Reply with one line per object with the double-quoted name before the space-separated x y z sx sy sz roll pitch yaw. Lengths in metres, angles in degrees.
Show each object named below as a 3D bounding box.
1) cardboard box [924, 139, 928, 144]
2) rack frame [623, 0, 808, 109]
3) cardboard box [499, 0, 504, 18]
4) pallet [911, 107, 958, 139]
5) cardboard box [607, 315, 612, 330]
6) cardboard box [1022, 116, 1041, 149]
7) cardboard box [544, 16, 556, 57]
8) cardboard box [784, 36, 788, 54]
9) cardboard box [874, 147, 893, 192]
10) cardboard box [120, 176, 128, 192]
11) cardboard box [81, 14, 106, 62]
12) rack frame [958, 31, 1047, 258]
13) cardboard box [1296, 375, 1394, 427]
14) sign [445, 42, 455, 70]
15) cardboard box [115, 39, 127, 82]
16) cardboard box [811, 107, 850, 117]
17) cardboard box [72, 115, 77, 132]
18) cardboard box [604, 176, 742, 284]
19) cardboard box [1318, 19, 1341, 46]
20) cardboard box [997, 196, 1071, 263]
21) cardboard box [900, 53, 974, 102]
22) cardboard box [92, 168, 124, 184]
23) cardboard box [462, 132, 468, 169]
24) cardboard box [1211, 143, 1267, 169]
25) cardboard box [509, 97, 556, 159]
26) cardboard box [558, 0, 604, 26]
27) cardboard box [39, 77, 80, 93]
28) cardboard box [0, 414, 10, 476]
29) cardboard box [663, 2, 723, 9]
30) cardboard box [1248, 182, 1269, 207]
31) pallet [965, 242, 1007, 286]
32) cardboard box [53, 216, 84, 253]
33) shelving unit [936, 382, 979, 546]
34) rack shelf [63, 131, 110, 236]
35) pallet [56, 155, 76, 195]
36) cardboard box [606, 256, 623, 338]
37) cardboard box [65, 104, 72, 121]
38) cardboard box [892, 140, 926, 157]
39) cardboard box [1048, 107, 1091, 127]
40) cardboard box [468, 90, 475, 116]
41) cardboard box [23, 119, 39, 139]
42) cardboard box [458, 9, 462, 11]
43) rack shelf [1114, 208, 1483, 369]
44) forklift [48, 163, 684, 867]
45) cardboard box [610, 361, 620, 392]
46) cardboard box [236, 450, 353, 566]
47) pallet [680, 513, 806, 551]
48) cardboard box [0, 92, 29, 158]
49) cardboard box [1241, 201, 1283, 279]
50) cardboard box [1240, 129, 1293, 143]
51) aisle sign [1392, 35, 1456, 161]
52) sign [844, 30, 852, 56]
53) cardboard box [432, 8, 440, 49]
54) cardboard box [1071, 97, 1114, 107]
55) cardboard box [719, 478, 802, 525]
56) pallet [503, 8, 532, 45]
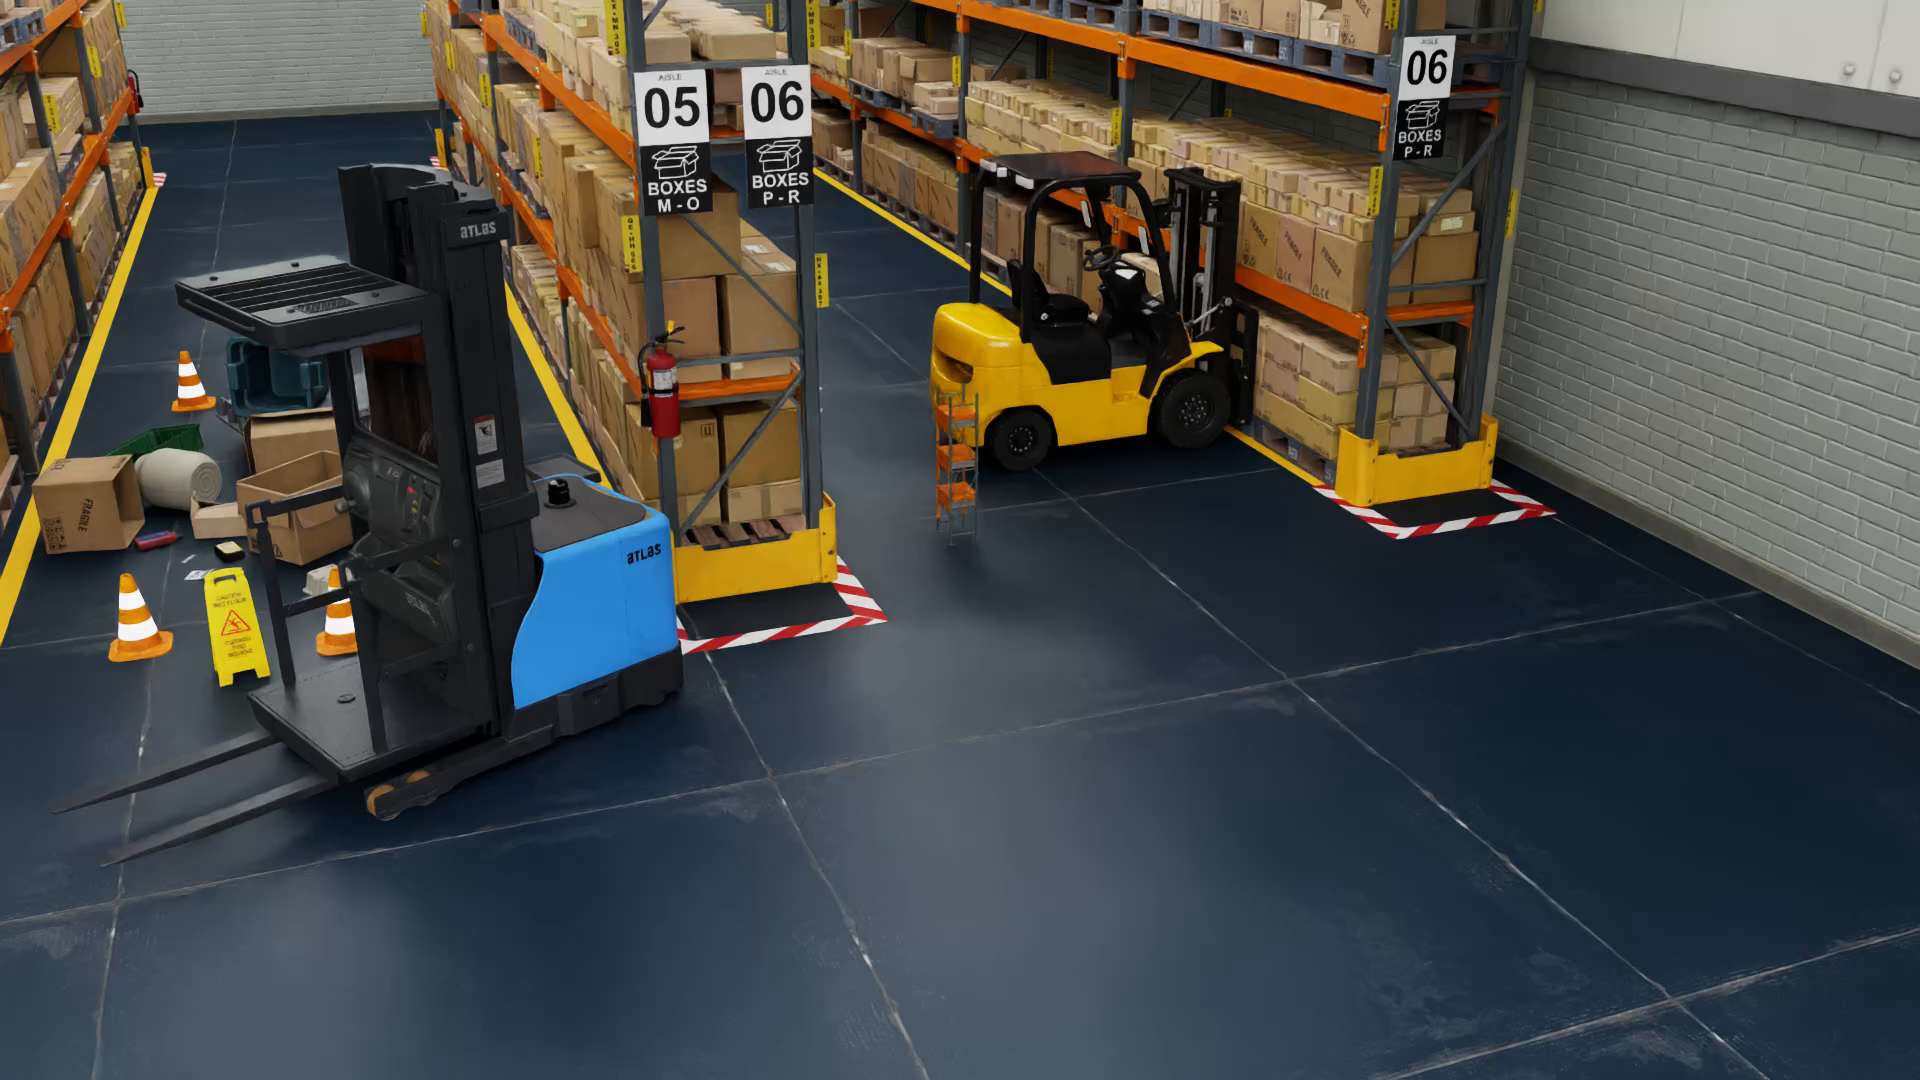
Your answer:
"cardboard box" -0.237 -5.098 21.325 0.380 0.149 0.250 -10 25 -22
"rack frame" -1.347 -3.844 8.785 1.000 3.000 0.127 -8 24 -19
"cardboard box" -4.221 -5.115 15.986 0.380 0.149 0.250 -8 24 -19
"pallet" 0.164 -4.817 19.065 1.213 0.211 1.003 -8 24 -19
"cardboard box" -2.197 -1.526 11.332 0.380 0.149 0.250 -9 24 -20
"cardboard box" 0.945 -4.079 16.615 0.500 0.250 0.500 -8 24 -18
"cardboard box" -2.670 -3.600 11.877 0.500 0.250 0.500 -9 24 -19
"cardboard box" -2.270 -7.259 24.420 0.500 0.250 0.500 -8 24 -18
"cardboard box" -0.786 -4.765 21.372 0.500 0.500 0.500 -9 24 -20
"cardboard box" -10.501 -4.382 20.532 0.380 0.149 0.250 -9 24 -19
"cardboard box" -10.459 -5.939 19.680 0.500 0.500 0.500 -8 24 -18
"rack frame" 0.469 -4.669 18.466 1.000 3.000 0.127 -8 24 -19
"cardboard box" 2.831 -1.053 12.242 0.500 0.250 0.500 -9 24 -20
"sign" -6.105 -5.799 19.930 0.100 0.325 0.005 -8 24 -19
"cardboard box" -11.195 -6.233 21.664 0.500 0.500 0.500 -8 24 -18
"cardboard box" -1.964 -6.066 24.459 0.700 0.500 0.500 -7 24 -17
"cardboard box" -9.589 -4.409 17.631 0.380 0.149 0.250 -10 25 -22
"cardboard box" -1.732 -1.879 10.048 0.700 0.500 0.500 -9 24 -20
"cardboard box" 2.719 -3.528 11.550 0.380 0.149 0.250 -9 24 -21
"cardboard box" 0.915 -3.304 17.743 0.875 0.625 0.625 -8 24 -17
"cardboard box" -0.280 -5.478 19.711 0.797 0.503 0.637 -9 24 -20
"cardboard box" -10.413 -4.420 20.240 0.380 0.149 0.250 -8 24 -18
"cardboard box" -6.341 -5.349 22.837 0.875 0.438 0.875 -8 24 -18
"cardboard box" 2.247 -3.084 13.358 0.380 0.149 0.250 -8 24 -19
"cardboard box" -3.846 -3.788 15.322 0.500 0.500 0.500 -8 24 -18
"cardboard box" -2.547 -3.638 11.454 0.380 0.149 0.250 -9 25 -21
"cardboard box" -9.857 -4.957 18.166 0.380 0.149 0.250 -7 24 -17
"cardboard box" -7.198 -0.794 11.466 0.875 0.875 0.875 -8 24 -18
"cardboard box" -1.807 -3.532 11.202 0.380 0.149 0.250 -8 24 -18
"cardboard box" 2.435 -2.658 12.729 0.380 0.149 0.250 -8 24 -19
"pallet" 0.724 -3.080 18.285 1.003 0.211 1.213 -8 24 -19
"cardboard box" -8.785 -2.942 16.080 0.500 0.250 0.500 -9 25 -21
"shelving unit" -0.019 -0.503 11.092 0.215 1.050 0.252 -8 24 -19
"rack shelf" -9.475 -3.666 17.012 1.077 0.370 4.000 -8 24 -19
"pallet" -9.120 -3.427 15.765 1.213 0.211 1.003 -8 24 -19
"cardboard box" -1.969 -1.605 10.684 0.500 0.500 0.500 -8 24 -19
"cardboard box" -9.485 -4.442 17.327 0.380 0.149 0.250 -10 25 -22
"cardboard box" -0.632 -4.921 20.906 0.380 0.149 0.250 -8 24 -19
"cardboard box" 1.075 -4.115 16.186 0.380 0.149 0.250 -8 24 -19
"cardboard box" -5.150 -4.847 18.437 0.500 0.250 0.500 -9 25 -21
"cardboard box" -8.752 -3.819 15.465 0.380 0.149 0.250 -8 24 -19
"cardboard box" -5.984 -6.425 20.380 0.380 0.149 0.250 -8 24 -18
"rack shelf" 2.589 -2.158 13.433 1.077 0.370 4.000 -8 24 -19
"forklift" -2.926 -0.222 8.003 3.031 2.935 1.130 -21 31 -40
"cardboard box" -2.152 -1.122 11.249 0.380 0.149 0.250 -8 24 -18
"cardboard box" -4.336 -0.220 11.125 0.637 0.503 0.797 12 26 27
"pallet" -1.628 -0.123 11.269 1.003 0.211 1.213 -8 24 -19
"cardboard box" -8.619 -3.613 14.544 0.700 0.500 0.500 -8 24 -19
"cardboard box" 2.520 -2.327 12.781 0.500 0.500 0.500 -9 24 -20
"cardboard box" 2.581 -3.350 13.989 0.380 0.149 0.250 -9 24 -20
"aisle sign" 3.044 -2.896 10.912 0.394 0.787 0.004 -8 24 -19
"sign" -1.449 -6.444 21.563 0.100 0.325 0.005 -8 24 -19
"cardboard box" -6.718 -6.814 22.139 0.500 0.500 0.500 -9 24 -19
"cardboard box" 1.334 -4.369 16.789 0.380 0.149 0.250 -8 24 -17
"cardboard box" -1.373 -0.337 11.188 0.500 0.250 0.500 -9 24 -19
"pallet" -3.248 -4.444 14.312 1.213 0.211 1.003 -8 24 -19
